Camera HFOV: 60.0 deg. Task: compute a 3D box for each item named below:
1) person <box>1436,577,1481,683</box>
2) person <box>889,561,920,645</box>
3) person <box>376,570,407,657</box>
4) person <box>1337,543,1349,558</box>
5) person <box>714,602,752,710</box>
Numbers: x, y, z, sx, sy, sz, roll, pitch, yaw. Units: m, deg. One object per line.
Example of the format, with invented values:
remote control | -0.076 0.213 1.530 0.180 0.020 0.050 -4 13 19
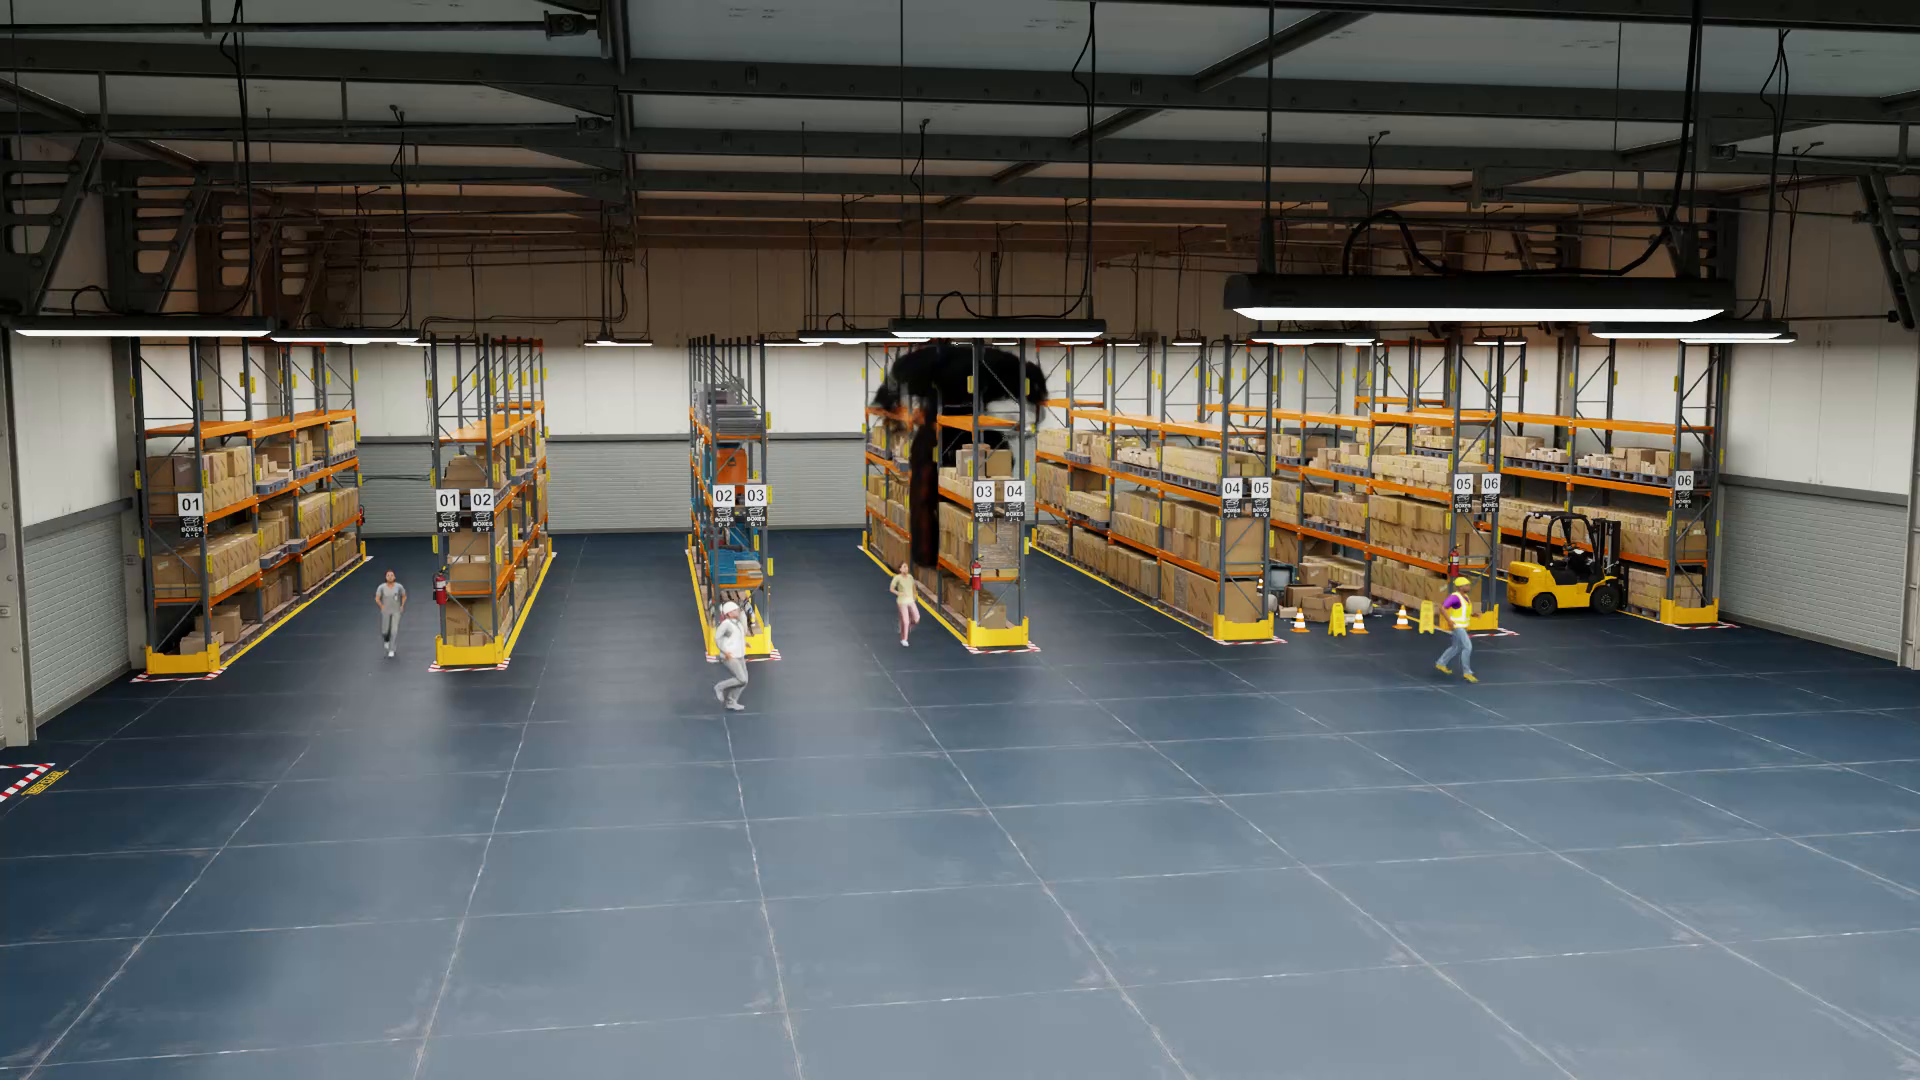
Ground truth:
person | 8.669 1.541 28.887 0.826 1.813 0.716 4 8 33
person | -1.048 1.225 32.202 0.639 1.629 0.523 -5 8 -36
person | -10.641 1.353 31.138 0.555 1.623 0.591 -2 7 -19
person | 10.390 -0.213 45.083 0.521 1.576 0.717 -1 7 -11
person | -3.610 1.842 26.459 0.553 1.731 0.706 2 7 19
